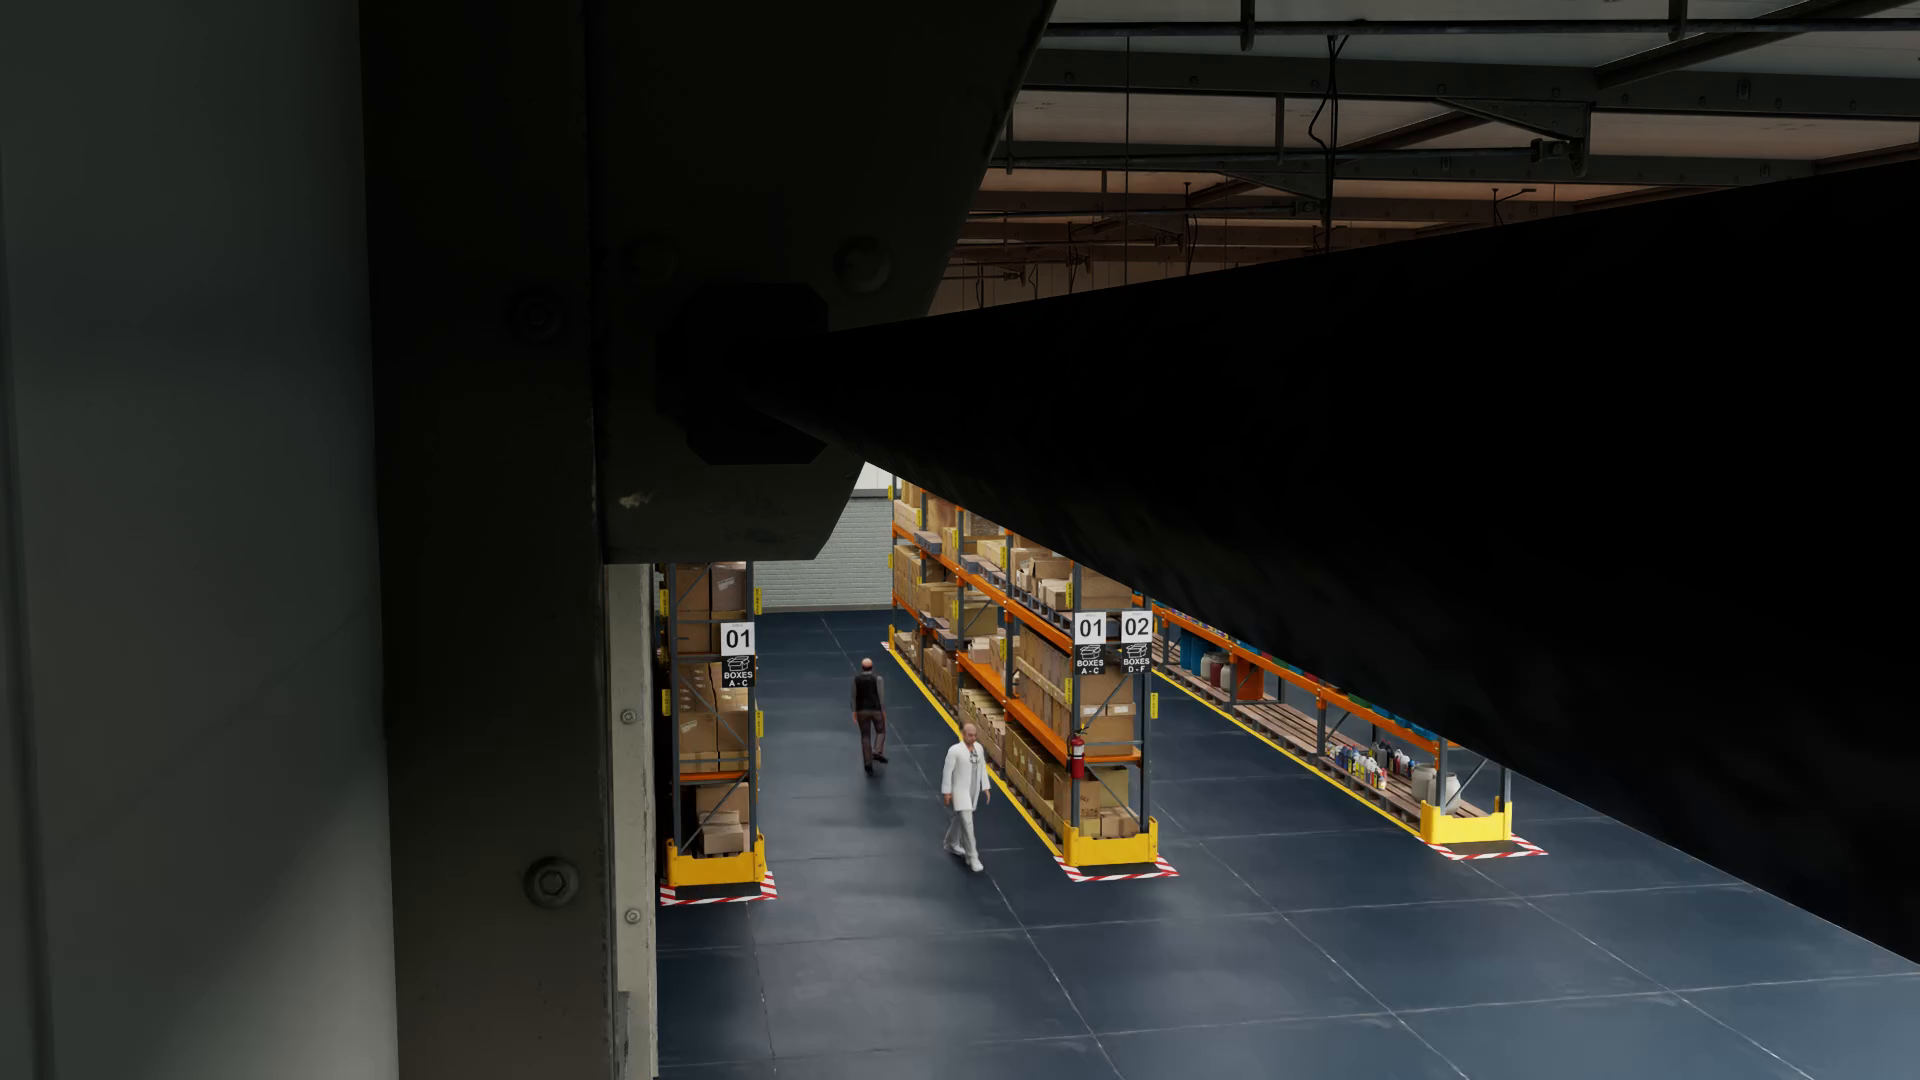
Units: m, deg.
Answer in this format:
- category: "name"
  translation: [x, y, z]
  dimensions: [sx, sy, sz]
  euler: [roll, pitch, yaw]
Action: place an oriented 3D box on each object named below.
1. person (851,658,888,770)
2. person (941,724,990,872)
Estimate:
- category: "person"
  translation: [-1.411, 2.686, 25.794]
  dimensions: [0.578, 1.711, 0.478]
  euler: [0, 6, 1]
- category: "person"
  translation: [0.098, 3.185, 20.974]
  dimensions: [0.956, 1.754, 0.600]
  euler: [6, 9, 43]
